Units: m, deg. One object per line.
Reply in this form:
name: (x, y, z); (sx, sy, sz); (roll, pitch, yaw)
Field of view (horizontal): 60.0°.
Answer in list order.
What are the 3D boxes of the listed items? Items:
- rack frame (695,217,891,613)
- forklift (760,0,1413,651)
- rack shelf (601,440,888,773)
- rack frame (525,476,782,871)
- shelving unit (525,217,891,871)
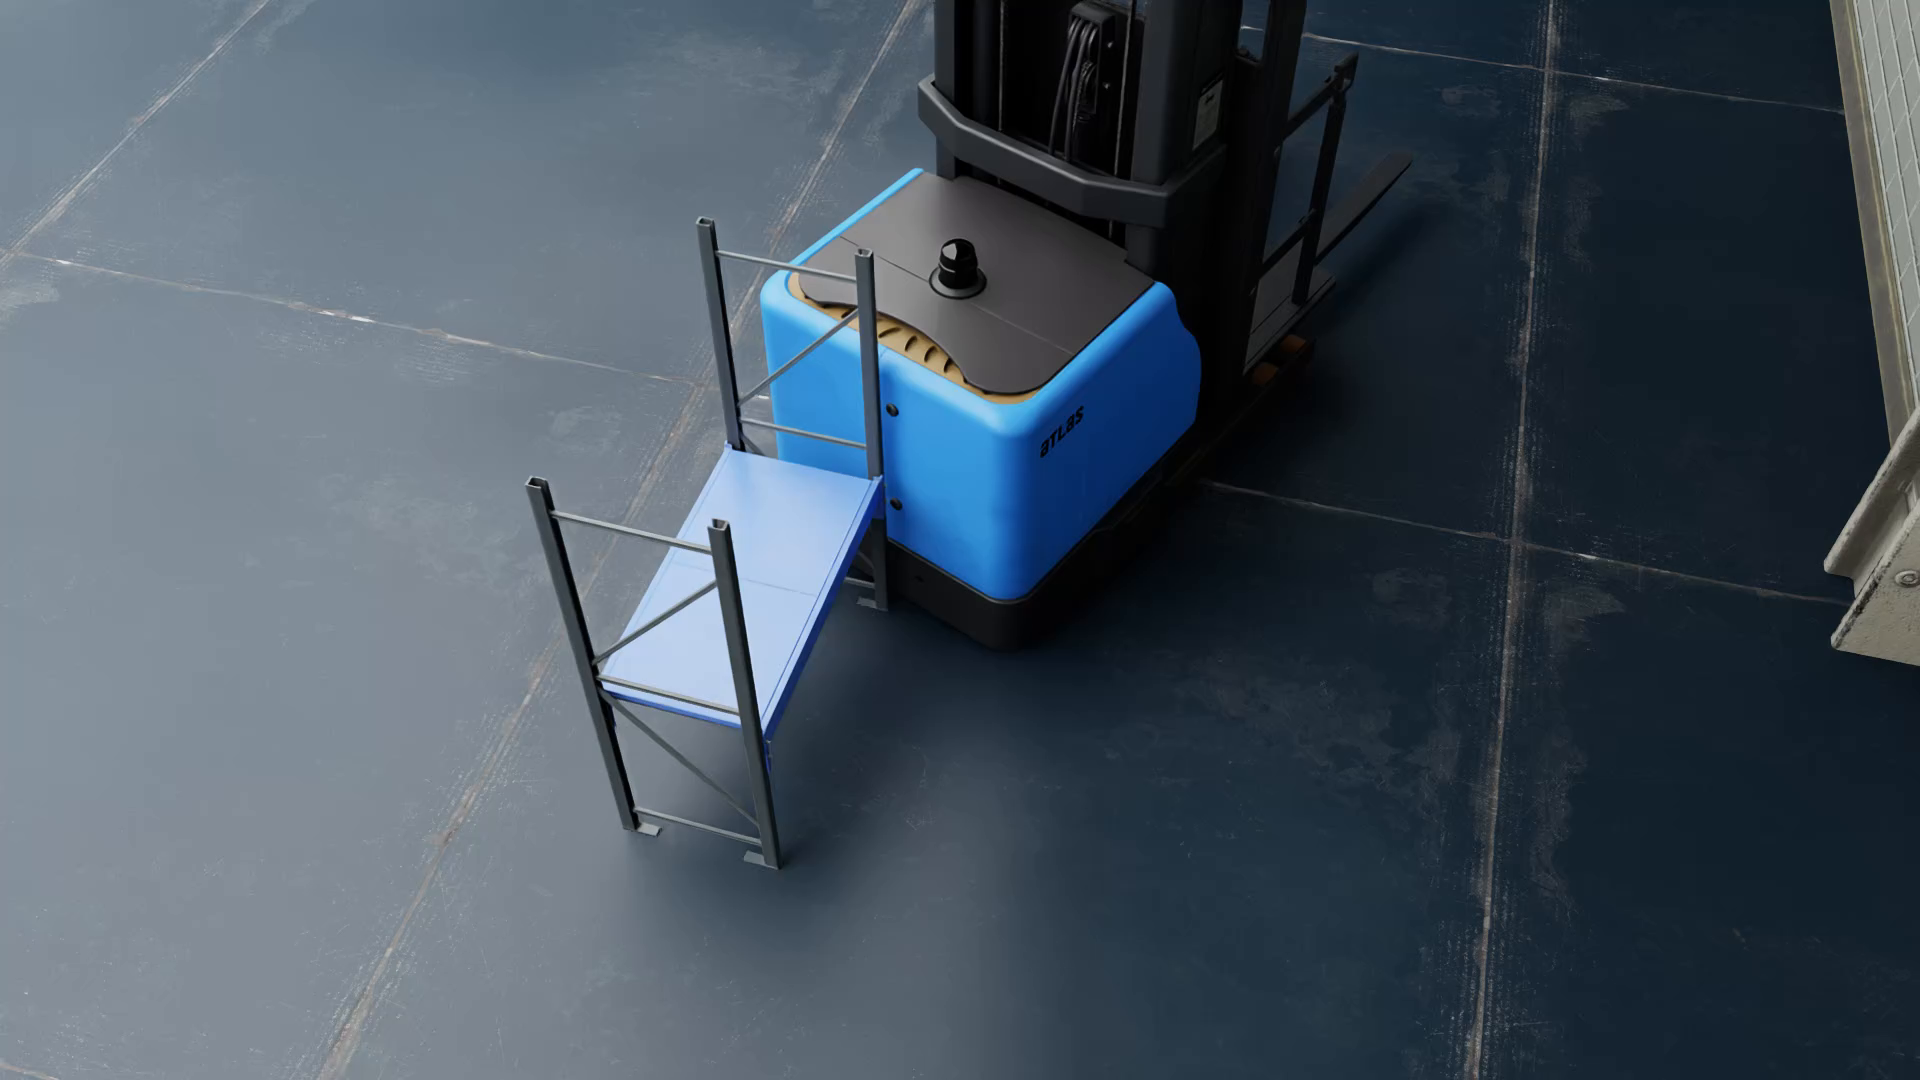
rack frame: (-0.474, -0.319, 5.031); (0.500, 1.500, 0.032); (13, 50, 11)
forklift: (0.679, -1.671, 5.270); (1.130, 2.935, 3.031); (30, 55, 24)
rack shelf: (-0.621, 0.165, 4.844); (0.538, 0.185, 1.000); (13, 50, 11)
rack frame: (-0.769, 0.411, 4.387); (0.500, 1.500, 0.032); (13, 50, 11)
shelving unit: (-0.621, 0.046, 4.709); (0.538, 1.500, 1.048); (13, 50, 11)
